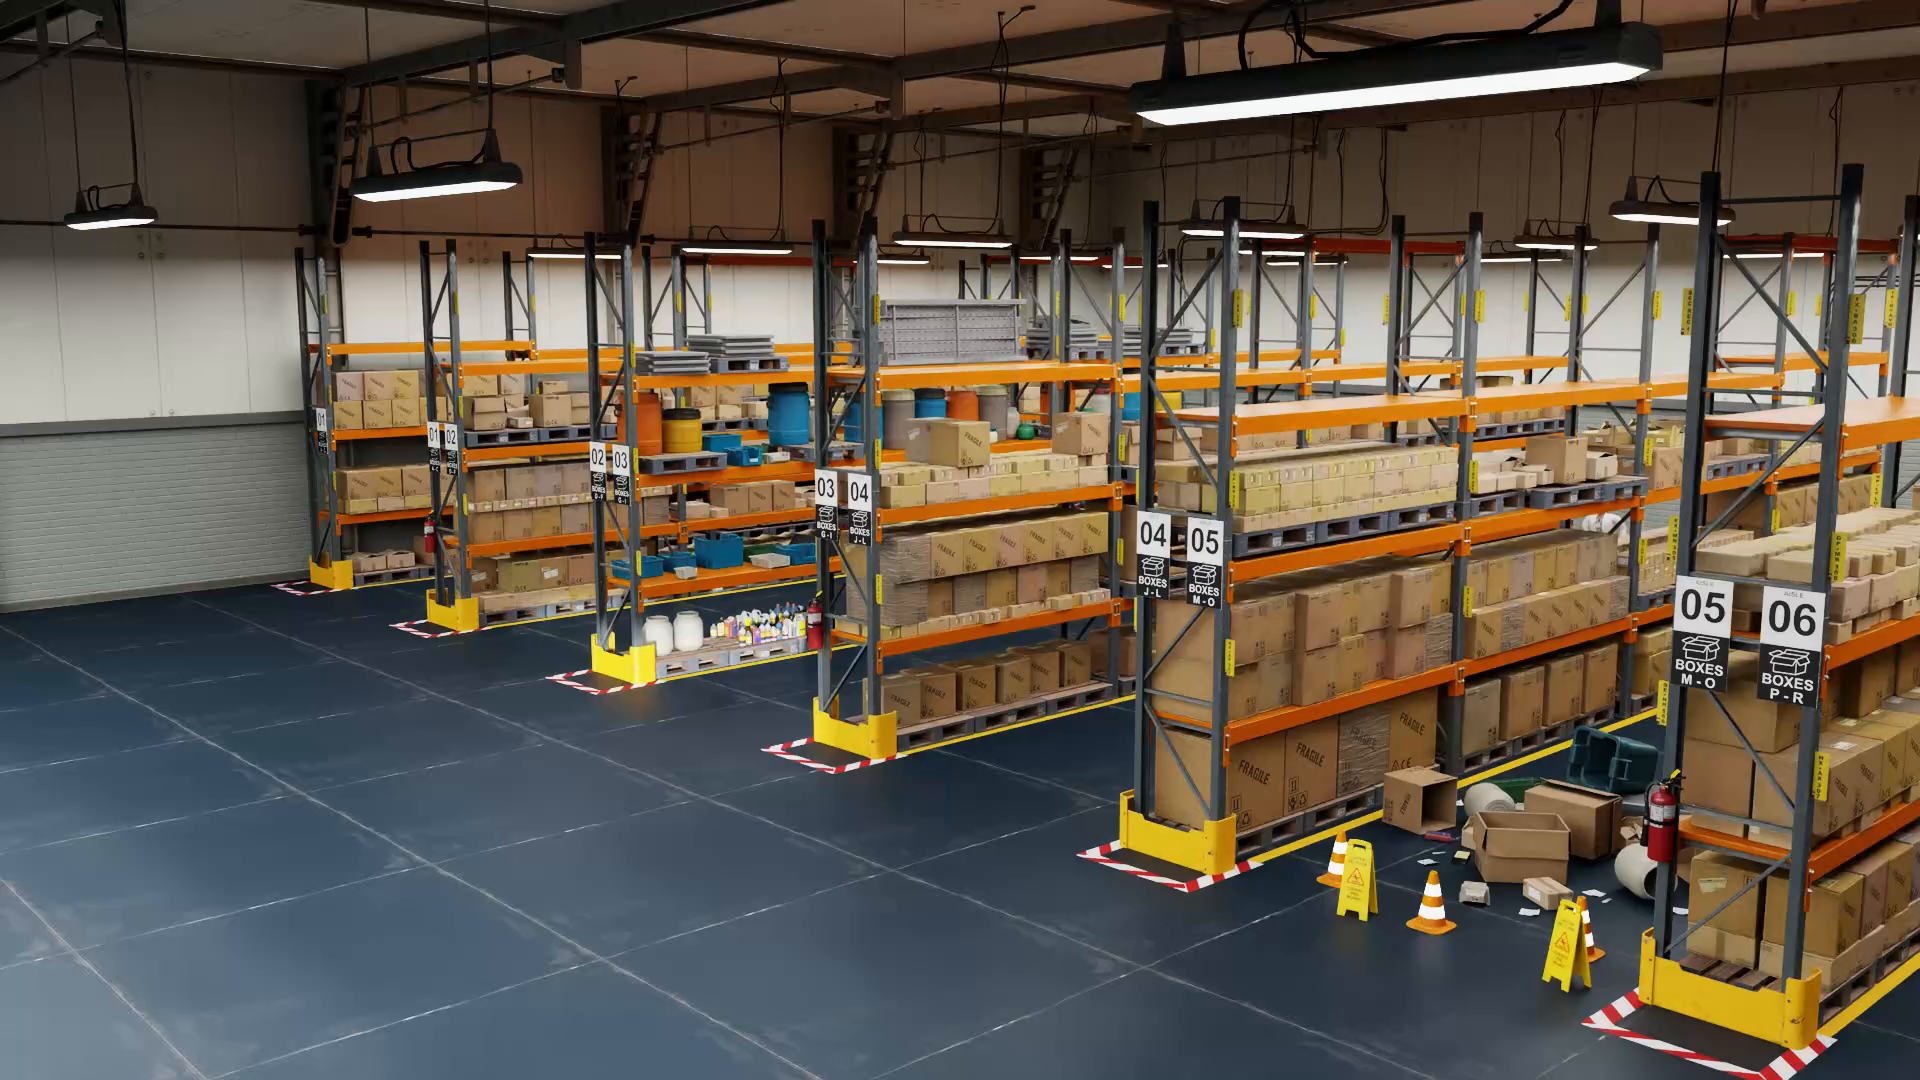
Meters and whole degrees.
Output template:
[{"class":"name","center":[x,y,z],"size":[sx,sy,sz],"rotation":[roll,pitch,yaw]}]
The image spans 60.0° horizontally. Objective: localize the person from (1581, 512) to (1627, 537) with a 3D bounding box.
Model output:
[{"class":"person","center":[10.778,0.241,28.013],"size":[0.682,1.687,0.845],"rotation":[8,11,42]}]
